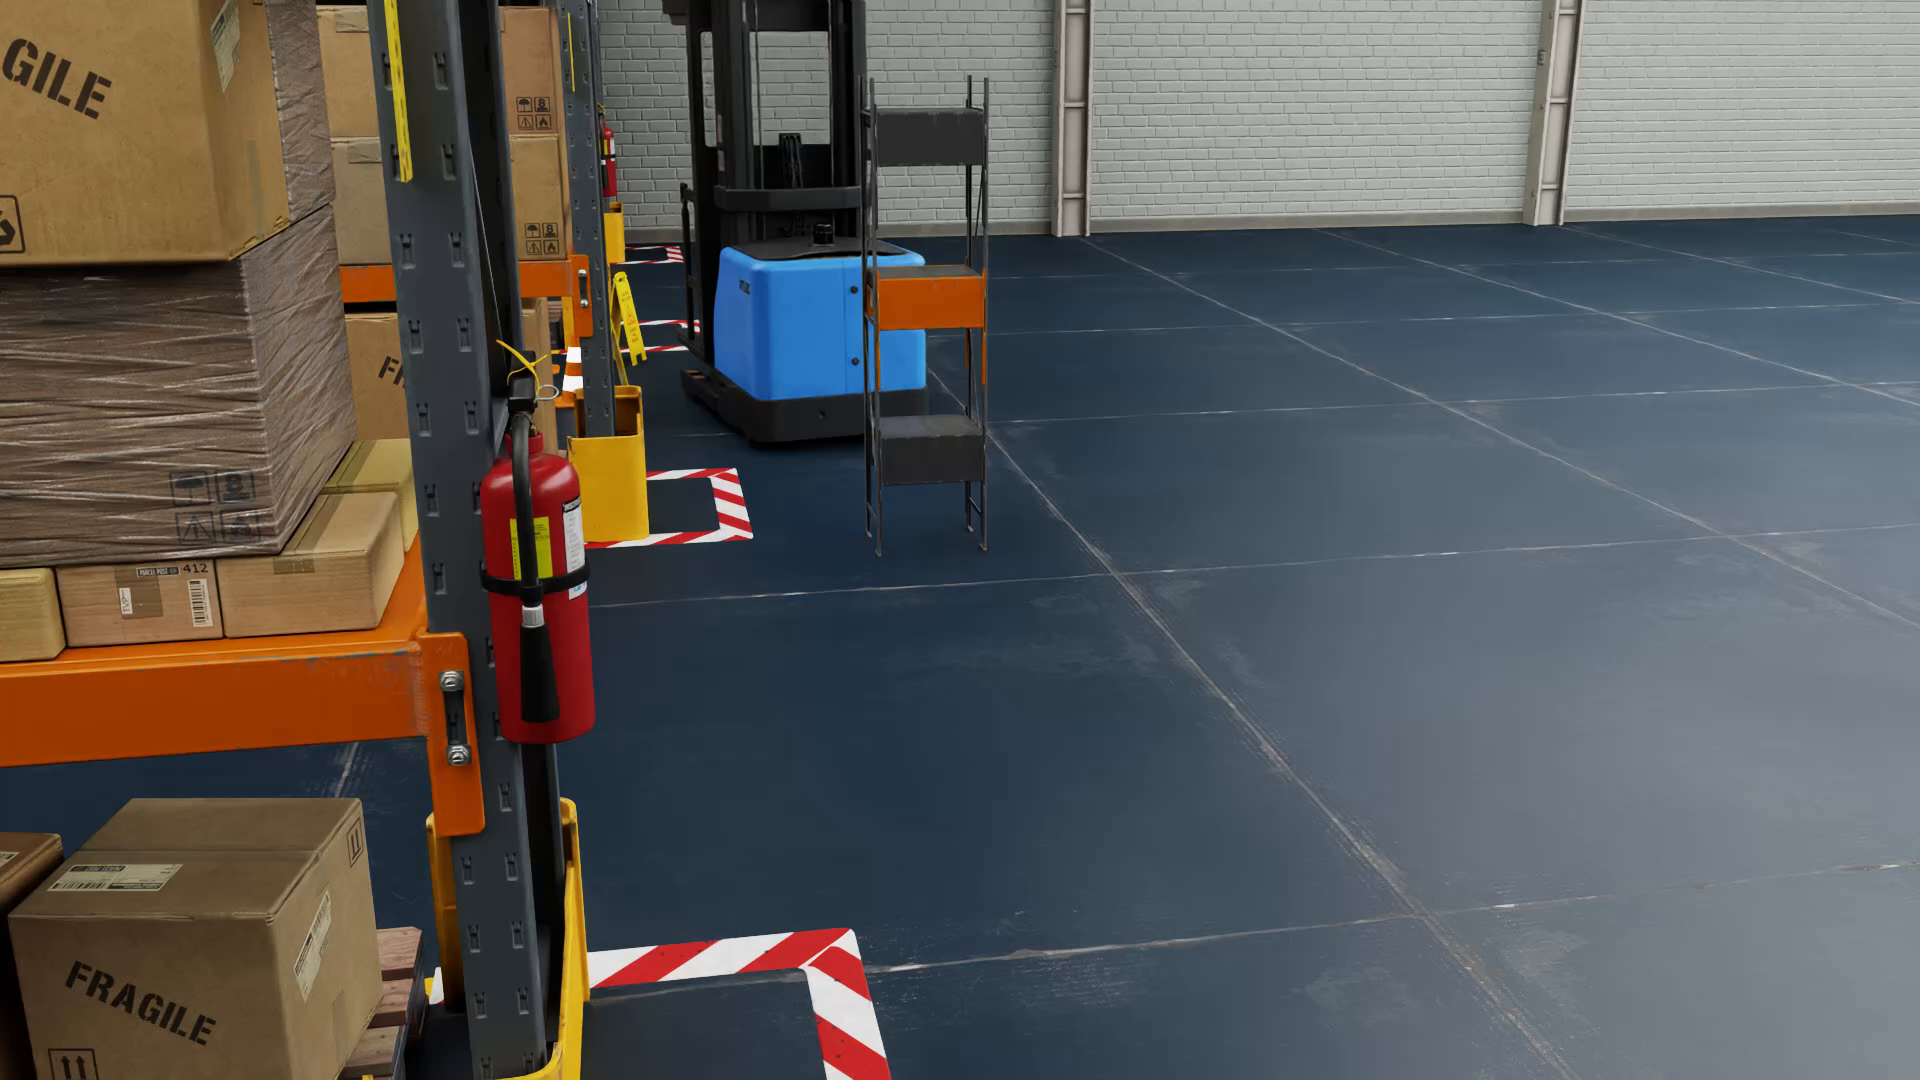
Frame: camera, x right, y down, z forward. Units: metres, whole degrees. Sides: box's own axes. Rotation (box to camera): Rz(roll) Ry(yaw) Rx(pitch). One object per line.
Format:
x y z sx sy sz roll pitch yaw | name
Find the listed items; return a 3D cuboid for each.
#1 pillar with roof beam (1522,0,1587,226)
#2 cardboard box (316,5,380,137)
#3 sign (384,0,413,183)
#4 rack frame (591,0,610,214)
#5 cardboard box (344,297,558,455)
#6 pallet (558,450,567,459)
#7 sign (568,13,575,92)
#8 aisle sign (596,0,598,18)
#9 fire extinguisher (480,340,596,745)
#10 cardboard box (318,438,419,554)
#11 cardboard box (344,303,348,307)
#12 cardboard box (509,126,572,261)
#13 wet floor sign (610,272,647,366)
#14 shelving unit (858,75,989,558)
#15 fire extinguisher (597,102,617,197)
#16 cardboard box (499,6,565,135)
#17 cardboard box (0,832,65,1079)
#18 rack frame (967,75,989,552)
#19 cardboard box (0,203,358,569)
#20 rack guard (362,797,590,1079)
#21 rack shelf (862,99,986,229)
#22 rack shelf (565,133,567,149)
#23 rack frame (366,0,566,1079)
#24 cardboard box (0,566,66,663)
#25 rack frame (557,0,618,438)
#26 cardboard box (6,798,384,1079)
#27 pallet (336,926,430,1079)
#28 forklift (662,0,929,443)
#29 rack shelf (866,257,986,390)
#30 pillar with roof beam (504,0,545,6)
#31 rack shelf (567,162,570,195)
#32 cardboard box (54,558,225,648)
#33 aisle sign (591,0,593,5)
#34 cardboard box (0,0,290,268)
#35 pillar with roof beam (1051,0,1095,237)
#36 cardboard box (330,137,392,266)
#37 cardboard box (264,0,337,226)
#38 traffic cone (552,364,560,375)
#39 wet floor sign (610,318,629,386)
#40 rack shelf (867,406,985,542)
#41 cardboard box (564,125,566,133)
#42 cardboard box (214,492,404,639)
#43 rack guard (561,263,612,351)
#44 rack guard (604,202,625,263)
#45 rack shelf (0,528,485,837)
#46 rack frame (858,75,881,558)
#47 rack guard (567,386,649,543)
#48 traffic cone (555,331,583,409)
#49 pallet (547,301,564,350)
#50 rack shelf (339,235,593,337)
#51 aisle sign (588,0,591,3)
7.995 -6.961 15.150 0.400 9.000 9.100 -3 17 -10 | pillar with roof beam
-2.660 -2.114 7.492 0.550 0.550 0.875 -3 17 -10 | cardboard box
-0.838 -0.701 2.475 0.005 0.325 0.100 -3 17 -10 | sign
-3.749 -4.445 17.175 0.127 3.000 1.000 -3 17 -10 | rack frame
-2.419 -0.721 7.955 0.875 0.875 0.875 -3 17 -10 | cardboard box
-2.536 -0.193 8.081 1.213 0.211 1.003 -3 17 -10 | pallet
-1.676 -2.103 7.173 0.005 0.325 0.100 -3 17 -10 | sign
-3.629 -5.607 16.530 0.004 0.787 0.394 -3 17 -10 | aisle sign
-0.724 0.006 2.816 0.183 0.674 0.296 -3 17 -10 | fire extinguisher
-1.249 -0.090 3.425 0.250 0.149 0.380 -3 17 -10 | cardboard box
-3.282 -0.672 7.793 0.875 0.875 0.875 -4 17 -11 | cardboard box
-2.121 -1.631 7.758 0.550 0.550 0.875 -3 17 -10 | cardboard box
-2.414 -1.591 11.893 0.232 0.644 0.267 3 17 9 | wet floor sign
-0.163 -0.995 7.474 0.503 2.100 0.431 -3 17 -10 | shelving unit
-2.604 -2.851 12.117 0.183 0.674 0.296 -3 17 -10 | fire extinguisher
-2.137 -2.171 7.678 0.550 0.550 0.875 -3 17 -10 | cardboard box
-2.121 0.910 3.283 0.500 0.500 0.500 1 17 4 | cardboard box
0.077 -1.008 7.518 0.015 2.100 0.400 -3 17 -10 | rack frame
-1.469 -0.325 3.084 0.500 0.500 0.875 -3 17 -10 | cardboard box
-0.998 1.042 3.569 0.348 0.500 1.175 -3 17 -10 | rack guard
-0.163 -1.651 7.272 0.480 0.518 0.431 -3 17 -10 | rack shelf
-5.713 -3.990 16.918 4.000 0.370 1.077 -3 17 -10 | rack shelf
-0.924 -0.158 3.216 0.127 3.000 1.000 -3 17 -10 | rack frame
-1.646 0.080 2.869 0.250 0.149 0.380 -3 17 -10 | cardboard box
-1.766 -1.593 7.890 0.127 3.000 1.000 -3 17 -10 | rack frame
-1.540 0.867 3.424 0.500 0.500 0.500 0 17 0 | cardboard box
-1.803 1.215 3.497 1.213 0.211 1.003 -3 17 -10 | pallet
-1.191 -2.340 10.440 1.130 2.935 3.031 -7 18 -20 | forklift
-0.163 -0.981 7.478 0.480 0.518 0.431 -3 17 -10 | rack shelf
-3.787 -6.293 12.974 0.400 9.000 9.100 -3 17 -10 | pillar with roof beam
-4.768 -2.559 12.260 4.000 0.370 1.077 -3 17 -10 | rack shelf
-1.410 0.052 2.963 0.250 0.149 0.380 -3 17 -10 | cardboard box
-1.753 -2.926 7.802 0.004 0.787 0.394 -3 17 -10 | aisle sign
-1.417 -0.724 2.679 0.500 0.500 0.500 -3 17 -10 | cardboard box
2.104 -6.627 14.062 0.400 9.000 9.100 -3 17 -10 | pillar with roof beam
-2.657 -1.594 7.638 0.550 0.550 0.875 -3 17 -10 | cardboard box
-1.516 -0.873 3.167 0.500 0.500 0.500 -3 17 -10 | cardboard box
-2.981 -1.406 11.601 0.334 0.463 0.336 -3 17 -10 | traffic cone
-2.113 -1.040 10.099 0.232 0.644 0.267 -6 18 -20 | wet floor sign
-0.163 -0.312 7.683 0.480 0.518 0.431 -3 17 -10 | rack shelf
-4.182 -4.390 16.825 0.500 0.500 0.500 -4 17 -12 | cardboard box
-1.165 0.038 3.007 0.250 0.149 0.380 -3 17 -10 | cardboard box
-2.878 -1.815 12.870 0.348 0.500 1.175 -3 17 -10 | rack guard
-3.726 -3.252 17.547 0.348 0.500 1.175 -3 17 -10 | rack guard
-2.888 0.298 2.959 4.000 0.370 1.077 -3 17 -10 | rack shelf
-0.402 -0.981 7.429 0.015 2.100 0.400 -3 17 -10 | rack frame
-1.742 -0.399 8.261 0.348 0.500 1.175 -3 17 -10 | rack guard
-2.437 -1.105 10.621 0.334 0.463 0.336 -3 17 -10 | traffic cone
-3.683 -1.642 12.799 1.213 0.211 1.003 -3 17 -10 | pallet
-3.729 -1.138 7.633 4.000 0.370 1.077 -3 17 -10 | rack shelf
-1.639 -2.753 7.239 0.004 0.787 0.394 -3 17 -10 | aisle sign
